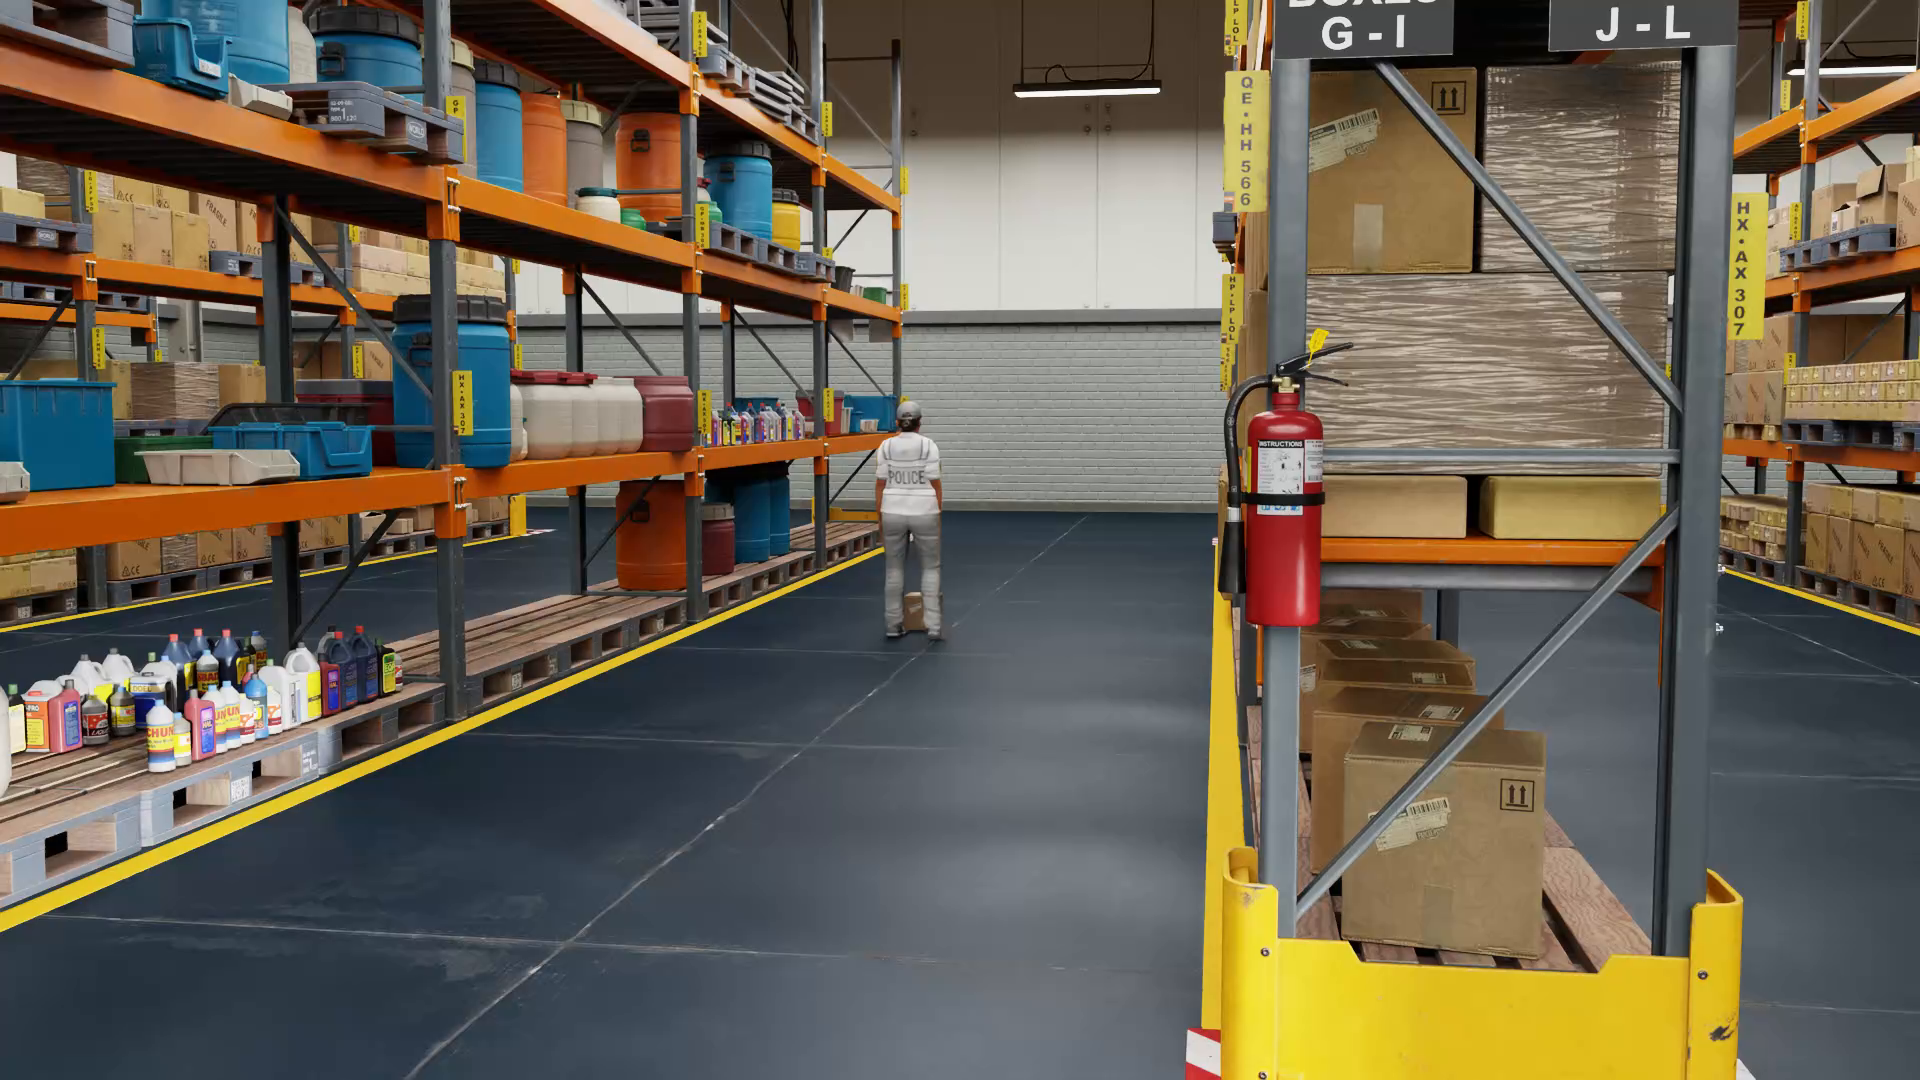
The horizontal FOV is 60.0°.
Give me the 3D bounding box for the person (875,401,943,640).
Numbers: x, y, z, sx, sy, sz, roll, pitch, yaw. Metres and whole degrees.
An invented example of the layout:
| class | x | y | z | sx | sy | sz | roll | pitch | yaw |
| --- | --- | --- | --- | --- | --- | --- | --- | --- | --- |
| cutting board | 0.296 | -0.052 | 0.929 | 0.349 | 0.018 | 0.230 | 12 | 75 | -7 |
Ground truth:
| class | x | y | z | sx | sy | sz | roll | pitch | yaw |
| --- | --- | --- | --- | --- | --- | --- | --- | --- | --- |
| person | -0.347 | -0.111 | 11.667 | 0.485 | 1.721 | 0.386 | 1 | 5 | 10 |
